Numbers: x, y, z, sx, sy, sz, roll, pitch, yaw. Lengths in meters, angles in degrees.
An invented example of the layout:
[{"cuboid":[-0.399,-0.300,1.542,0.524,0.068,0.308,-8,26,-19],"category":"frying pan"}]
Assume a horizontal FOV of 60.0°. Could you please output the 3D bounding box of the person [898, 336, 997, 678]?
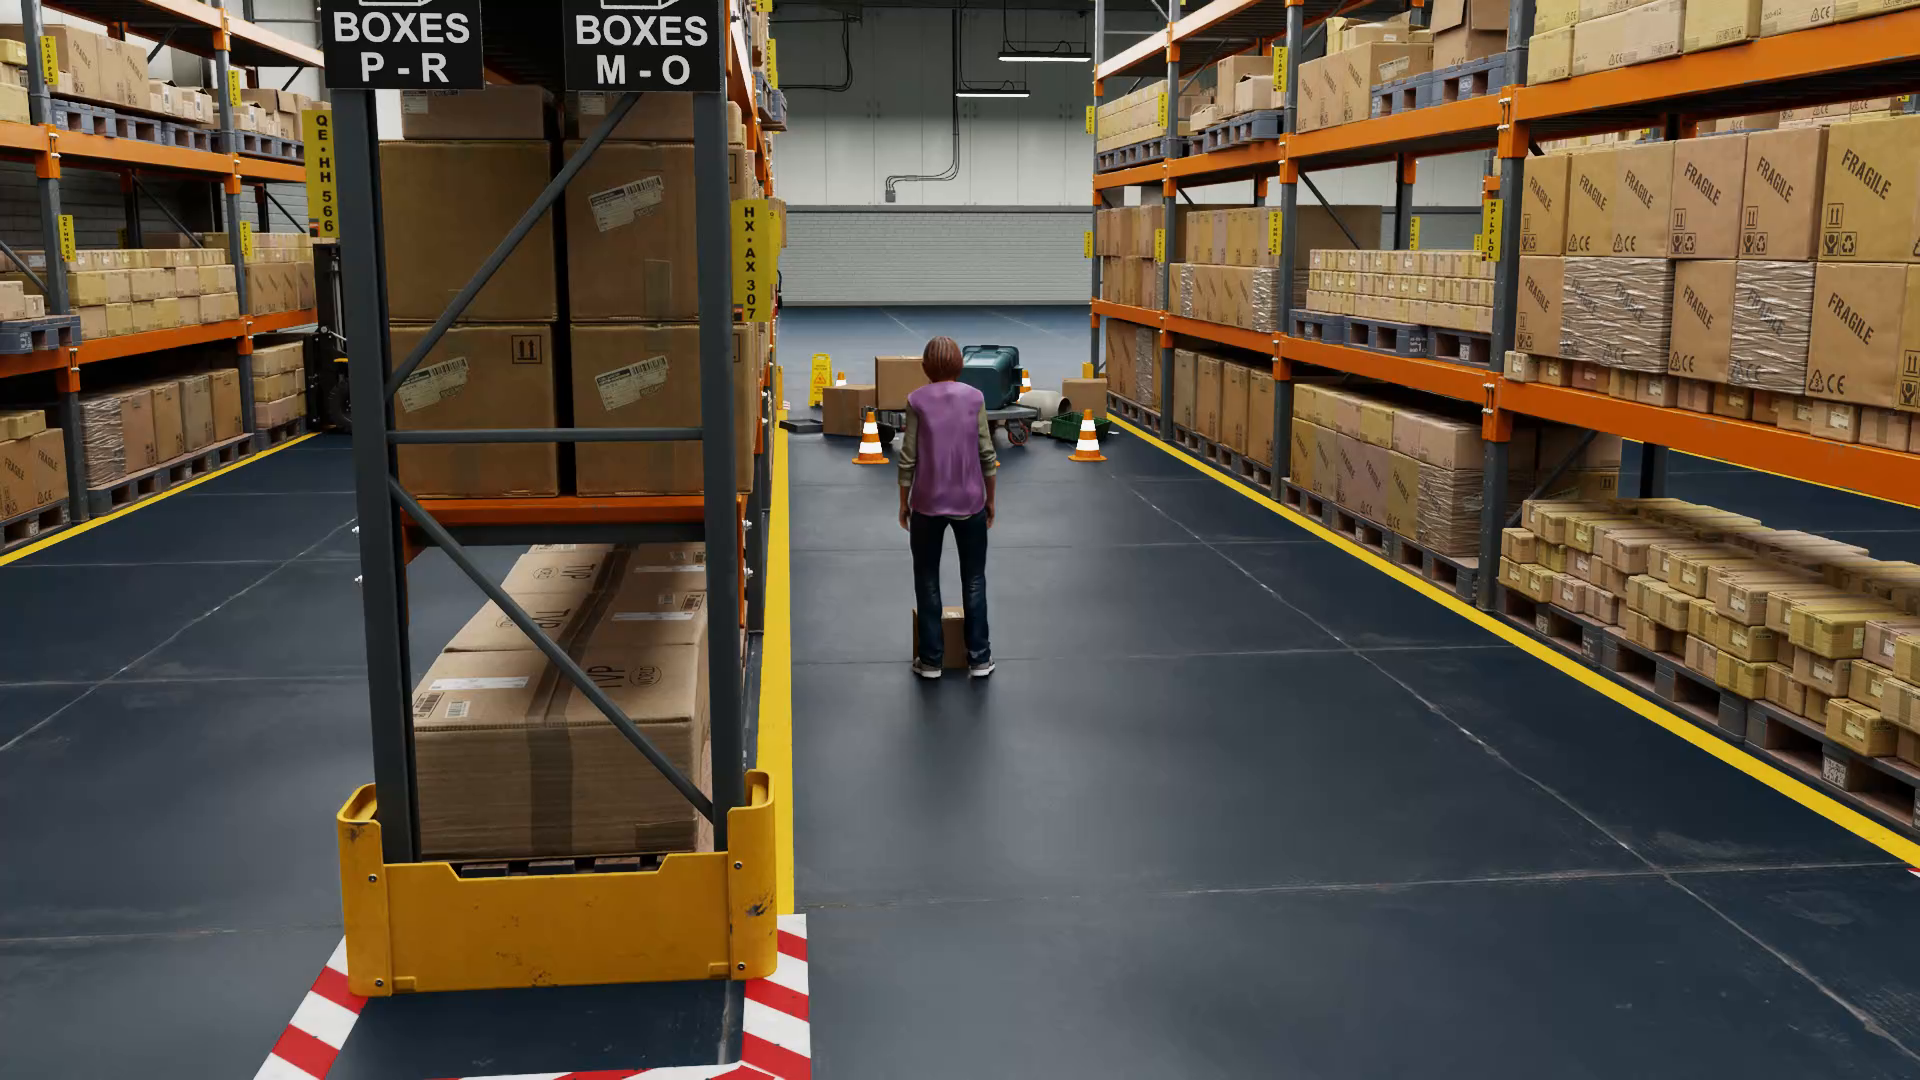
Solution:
[{"cuboid":[-0.057,-0.144,7.742,0.466,1.592,0.349,-1,10,-6],"category":"person"}]
